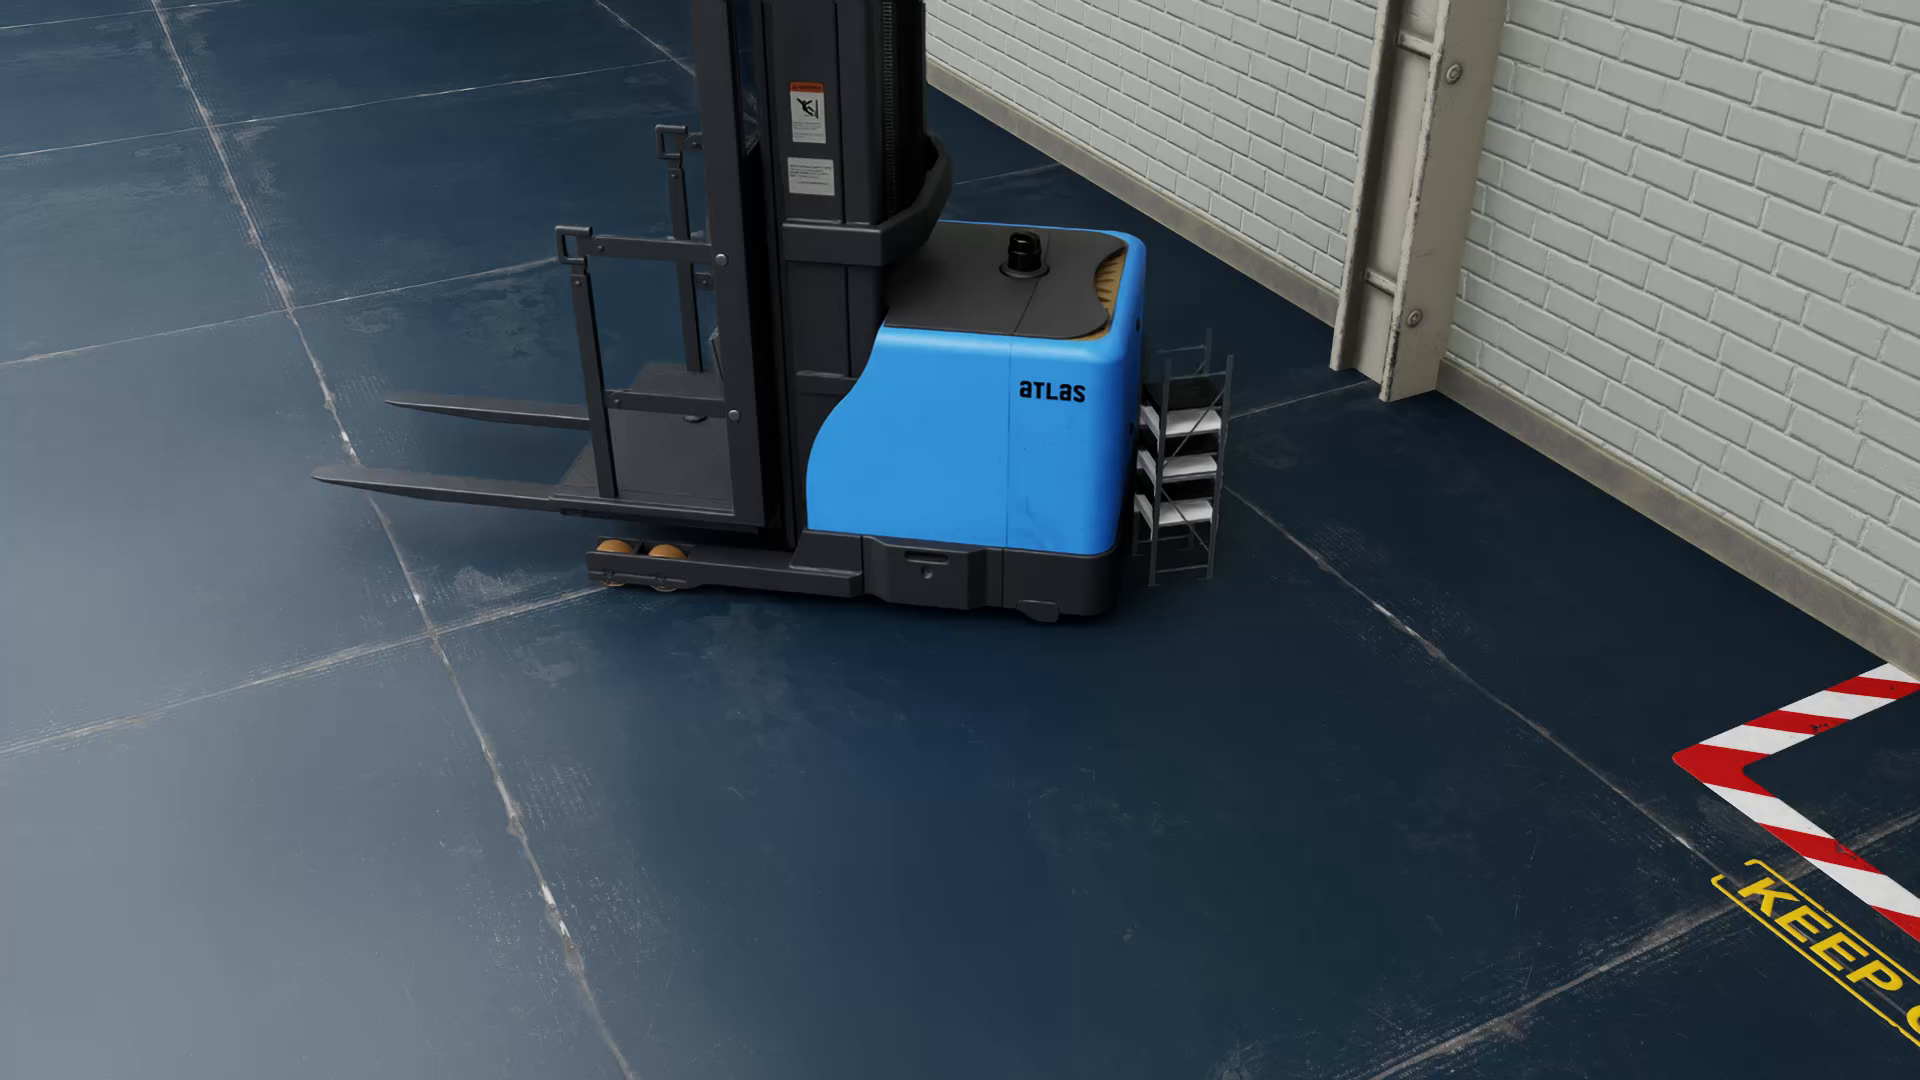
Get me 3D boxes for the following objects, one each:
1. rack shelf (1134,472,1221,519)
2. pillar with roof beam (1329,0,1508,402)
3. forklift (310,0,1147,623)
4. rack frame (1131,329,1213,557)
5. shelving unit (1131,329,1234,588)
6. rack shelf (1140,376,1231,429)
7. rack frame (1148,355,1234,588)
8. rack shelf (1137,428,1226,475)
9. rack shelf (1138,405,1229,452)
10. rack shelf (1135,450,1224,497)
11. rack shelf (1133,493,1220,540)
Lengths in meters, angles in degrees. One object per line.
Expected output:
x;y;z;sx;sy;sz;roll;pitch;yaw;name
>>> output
0.773;-0.173;5.914;0.258;0.077;0.200;-7;33;-11;rack shelf
-1.925;-3.432;3.265;9.100;9.000;0.400;-16;36;-23;pillar with roof beam
-0.882;-1.323;5.597;3.031;2.935;1.130;5;33;8;forklift
0.751;-0.330;5.932;0.240;0.900;0.006;-7;33;-11;rack frame
0.773;-0.277;5.848;0.258;0.900;0.210;-7;33;-11;shelving unit
0.773;-0.476;5.720;0.258;0.077;0.200;-7;33;-11;rack shelf
0.795;-0.223;5.764;0.240;0.900;0.006;-7;33;-11;rack frame
0.773;-0.325;5.817;0.258;0.077;0.200;-7;33;-11;rack shelf
0.773;-0.400;5.769;0.258;0.077;0.200;-7;33;-11;rack shelf
0.773;-0.249;5.866;0.258;0.077;0.200;-7;33;-11;rack shelf
0.773;-0.097;5.963;0.258;0.077;0.200;-7;33;-11;rack shelf
